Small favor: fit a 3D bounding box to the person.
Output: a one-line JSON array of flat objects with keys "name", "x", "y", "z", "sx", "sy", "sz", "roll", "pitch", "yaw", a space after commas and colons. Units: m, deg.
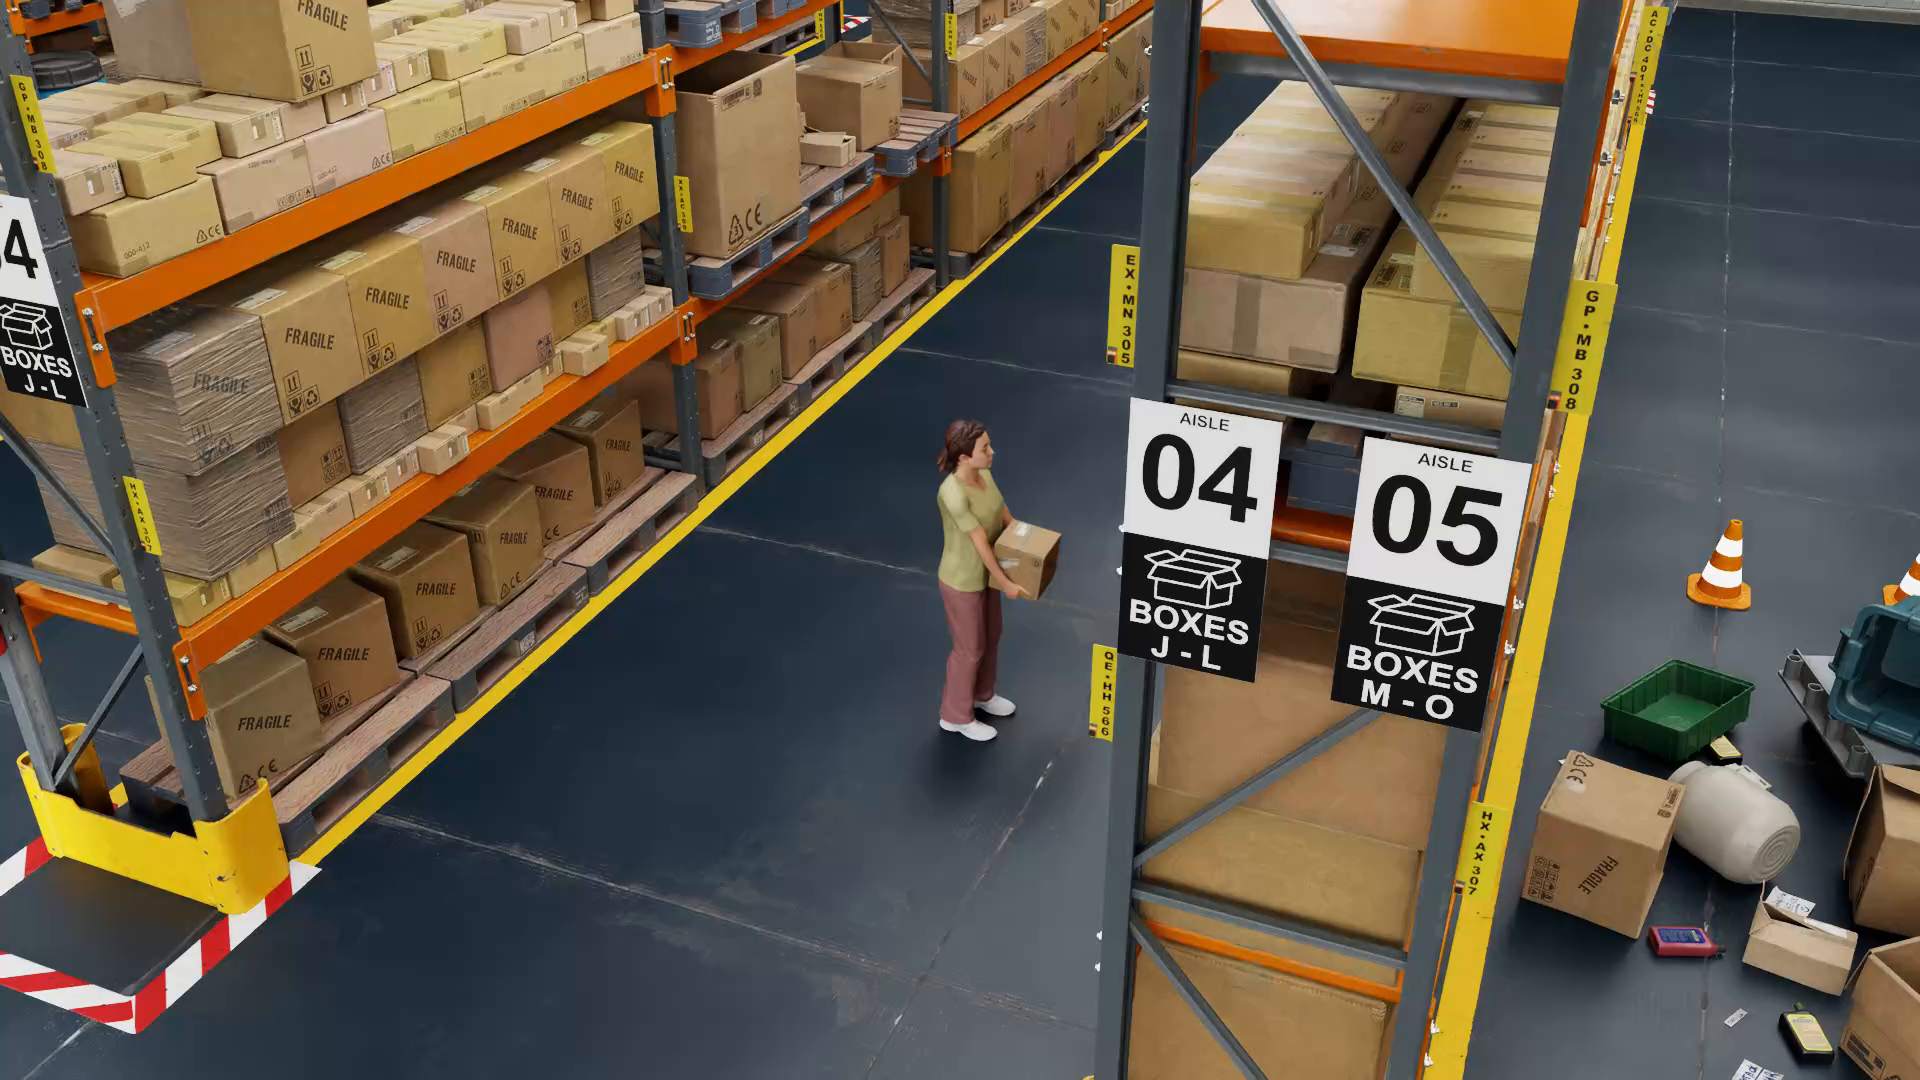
[{"name": "person", "x": 0.134, "y": 0.200, "z": 8.055, "sx": 0.538, "sy": 1.668, "sz": 0.404, "roll": 11, "pitch": 32, "yaw": 19}]
